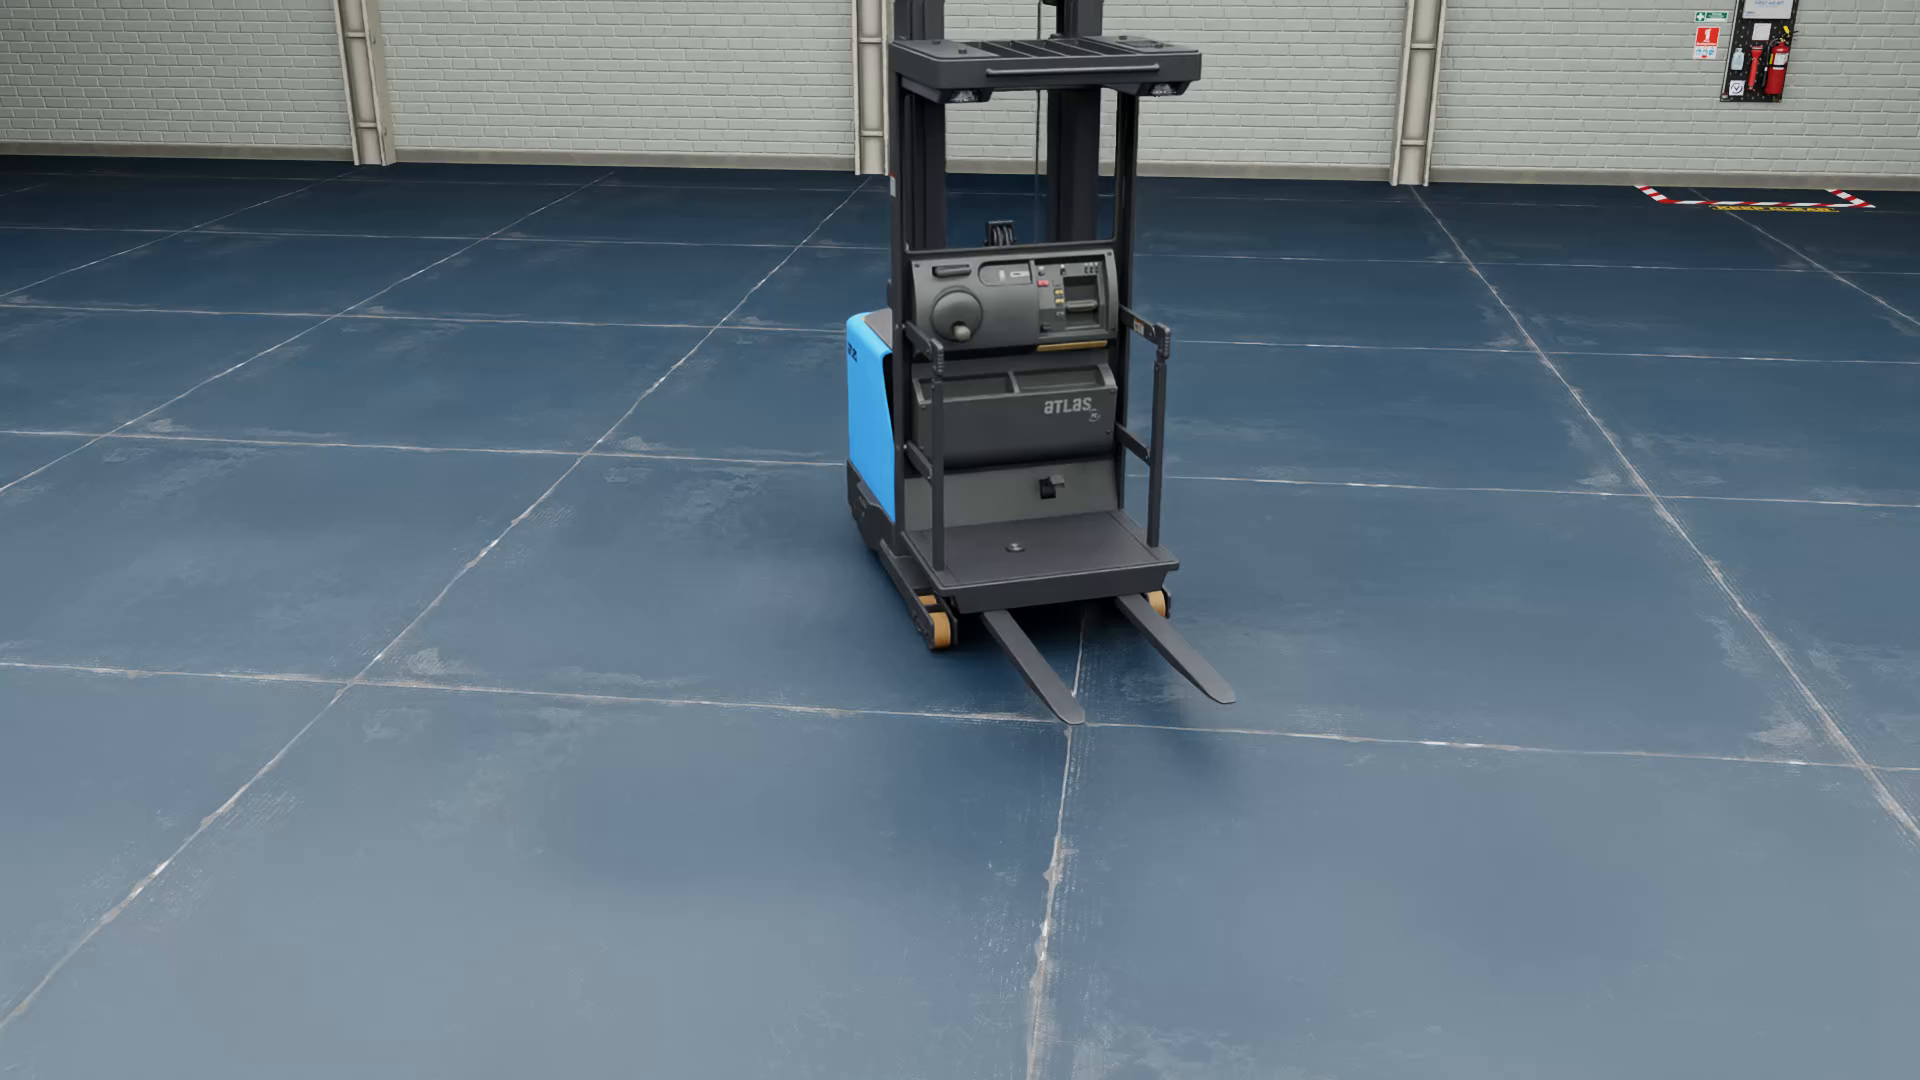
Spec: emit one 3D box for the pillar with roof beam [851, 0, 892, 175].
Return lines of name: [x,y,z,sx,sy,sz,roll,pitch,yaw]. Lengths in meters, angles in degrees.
pillar with roof beam: [-1.492,-6.831,13.478,0.400,9.000,9.100,2,22,6]

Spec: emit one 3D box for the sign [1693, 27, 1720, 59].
sign: [7.945,-5.293,17.699,0.234,0.329,0.001,2,22,6]

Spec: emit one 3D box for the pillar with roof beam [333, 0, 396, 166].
pillar with roof beam: [-7.450,-7.091,14.135,0.400,9.000,9.100,2,22,6]

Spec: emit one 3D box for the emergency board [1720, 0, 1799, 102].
emergency board: [8.482,-5.214,17.549,0.643,1.169,0.194,2,22,6]

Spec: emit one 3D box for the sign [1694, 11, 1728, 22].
sign: [7.949,-5.536,17.592,0.331,0.109,0.001,2,22,6]

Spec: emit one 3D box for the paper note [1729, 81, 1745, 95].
paper note: [8.314,-4.838,17.794,0.142,0.148,0.016,2,22,6]

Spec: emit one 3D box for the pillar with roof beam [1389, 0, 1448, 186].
pillar with roof beam: [4.467,-6.571,12.822,0.400,9.000,9.100,2,22,6]

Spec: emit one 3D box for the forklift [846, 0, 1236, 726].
forklift: [0.307,-1.046,7.099,1.130,2.935,3.031,-6,22,-15]
